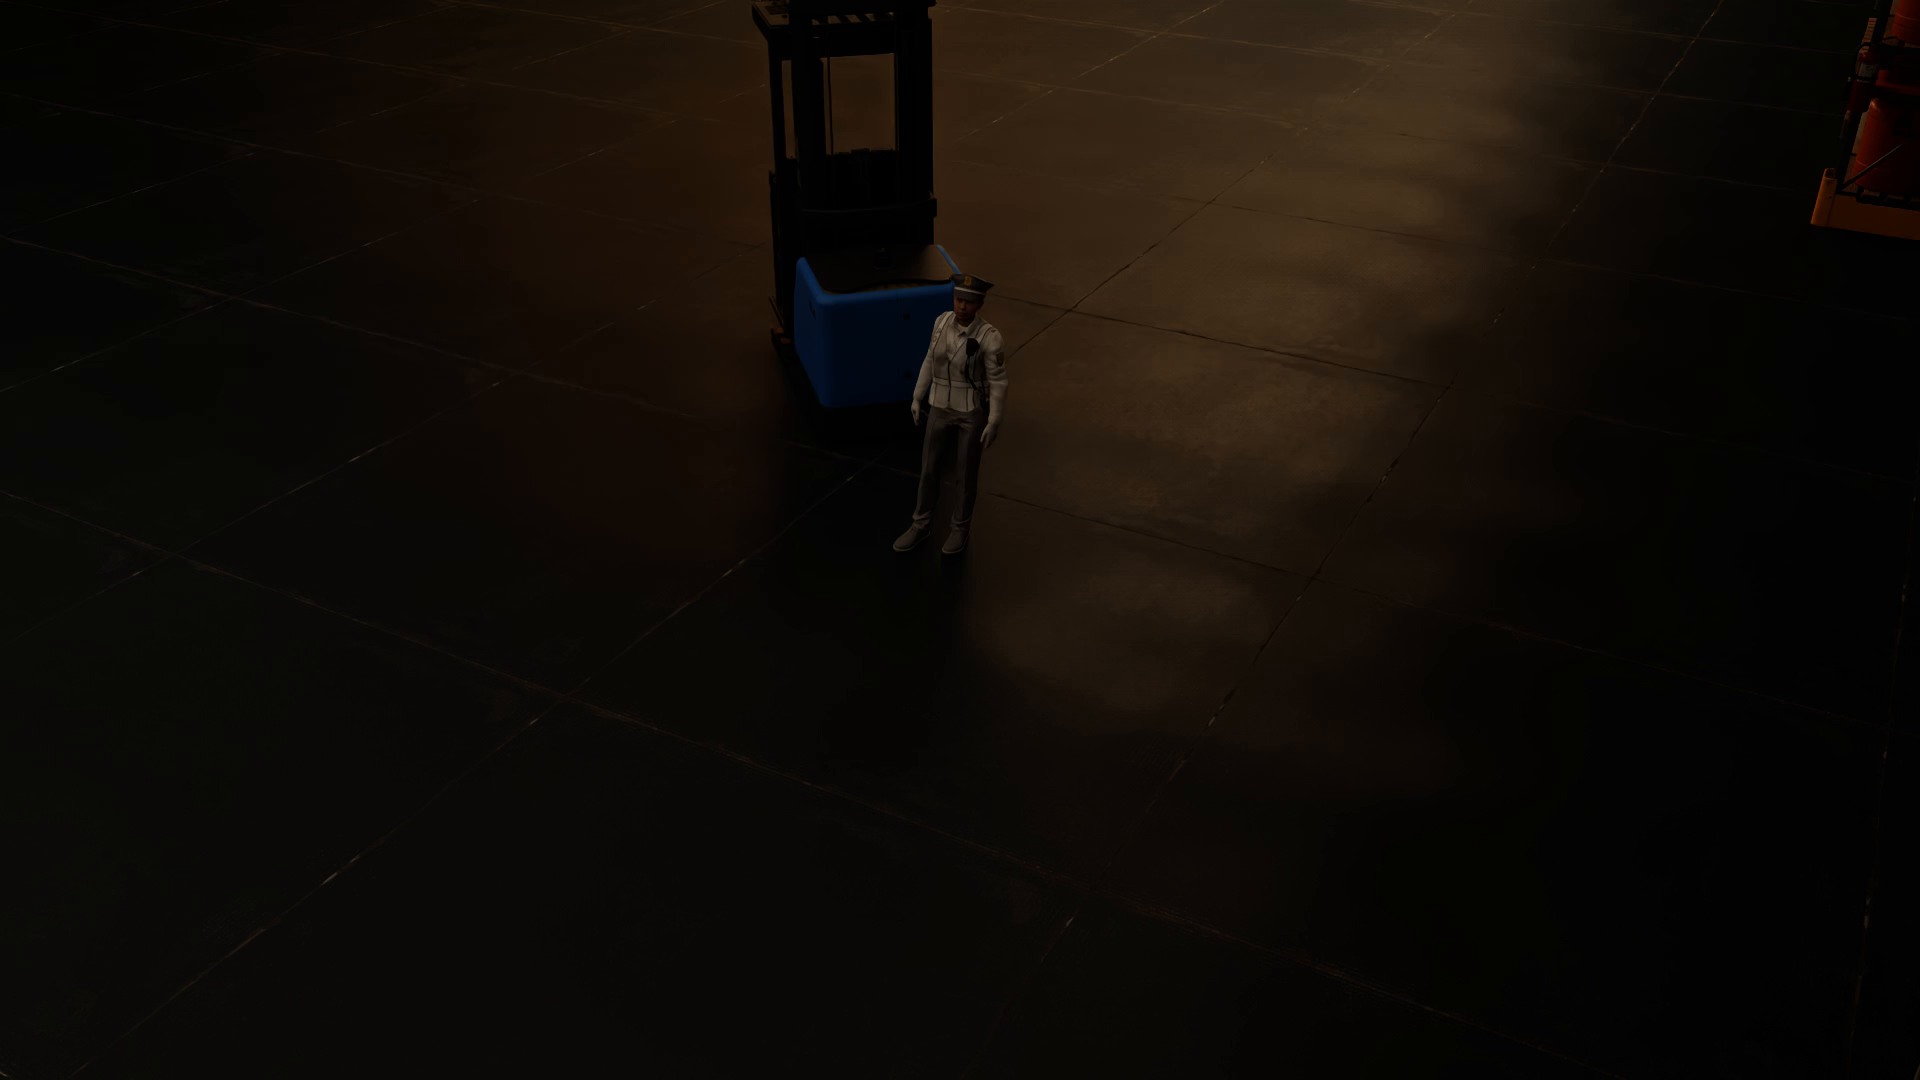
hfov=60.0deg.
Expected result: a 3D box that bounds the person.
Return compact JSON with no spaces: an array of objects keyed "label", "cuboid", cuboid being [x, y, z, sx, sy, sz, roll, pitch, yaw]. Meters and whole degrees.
[{"label":"person","cuboid":[-0.039,-0.712,9.527,0.586,1.694,0.531,15,33,25]}]

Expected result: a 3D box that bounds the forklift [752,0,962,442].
[{"label":"forklift","cuboid":[-0.790,-2.643,11.650,1.130,2.935,3.031,-8,31,-13]}]
